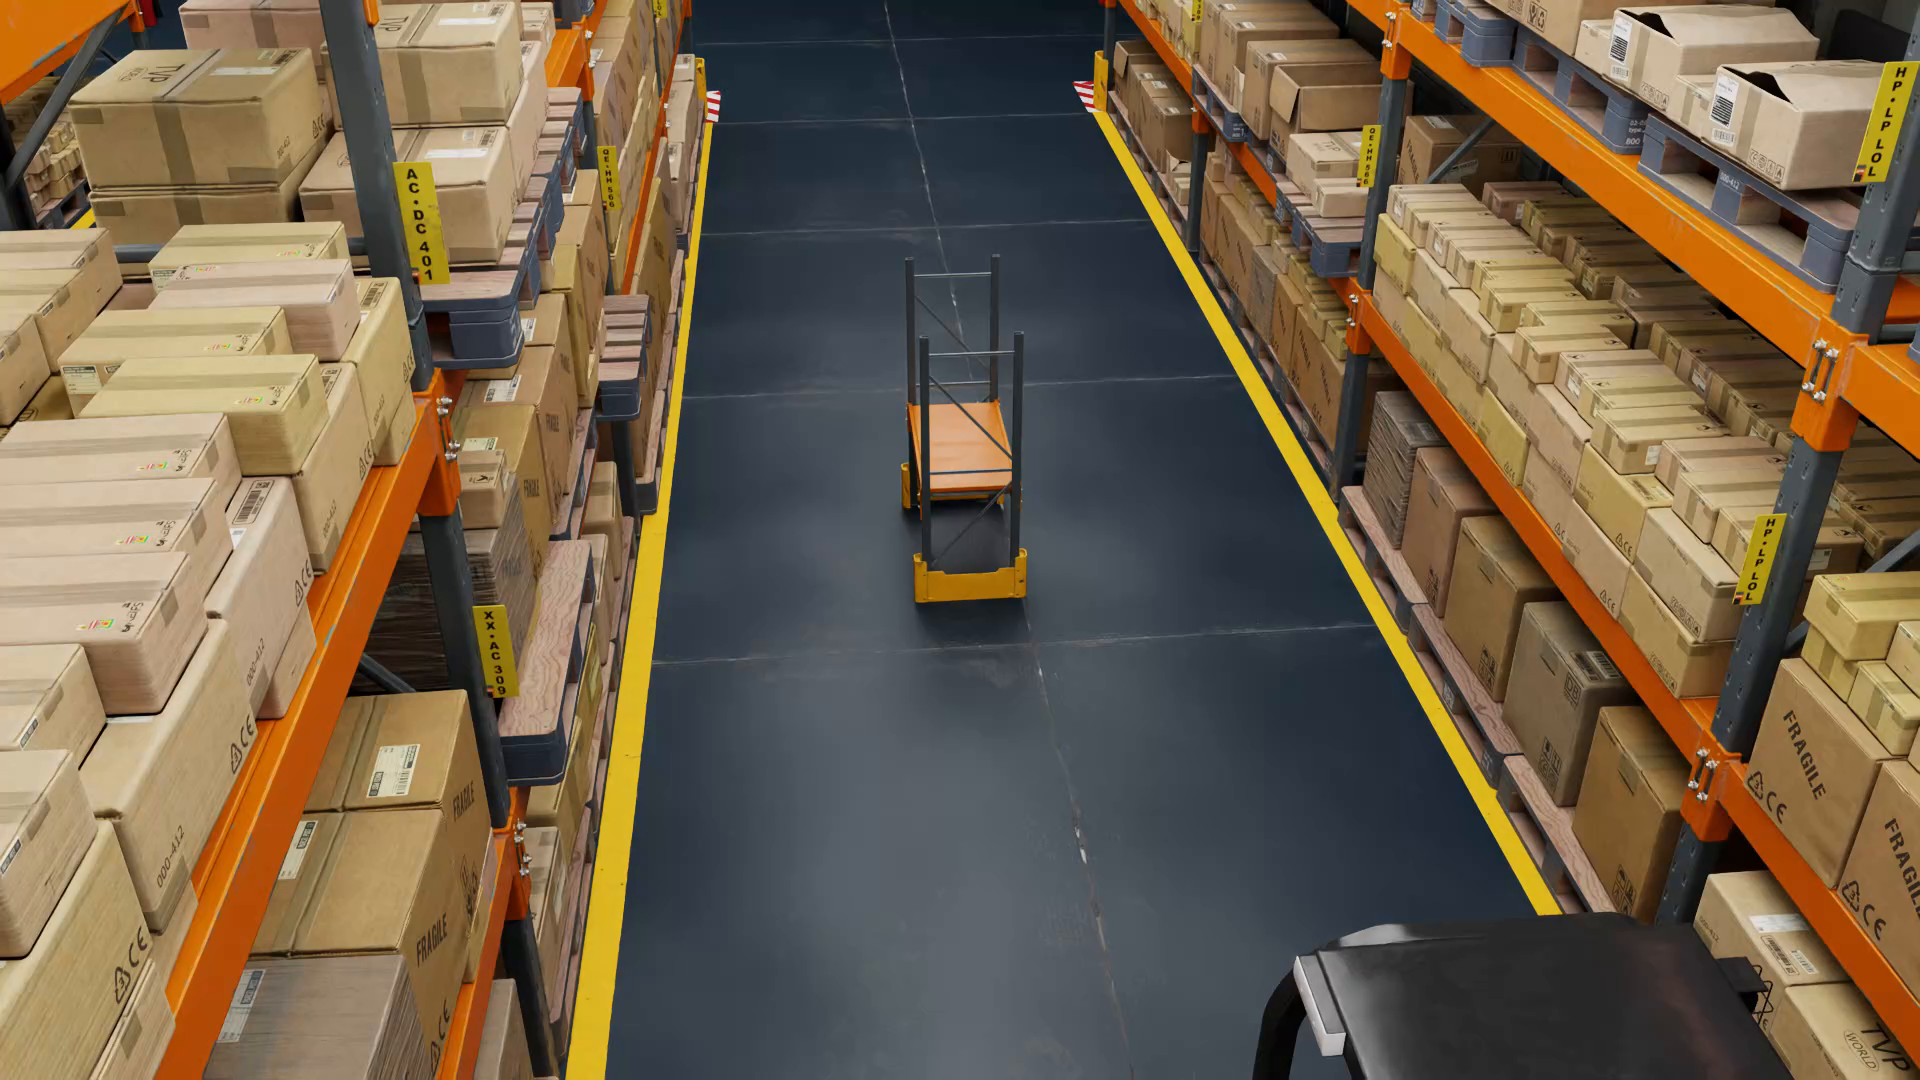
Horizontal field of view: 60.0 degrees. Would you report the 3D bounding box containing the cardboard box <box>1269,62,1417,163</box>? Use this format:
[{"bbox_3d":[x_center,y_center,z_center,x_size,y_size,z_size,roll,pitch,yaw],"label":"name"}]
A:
[{"bbox_3d":[2.316,-2.597,10.162,0.797,0.503,0.637,-3,31,-6],"label":"cardboard box"}]

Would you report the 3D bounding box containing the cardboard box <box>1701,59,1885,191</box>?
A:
[{"bbox_3d":[2.716,-1.336,5.217,0.500,0.311,0.500,-4,31,-6],"label":"cardboard box"}]

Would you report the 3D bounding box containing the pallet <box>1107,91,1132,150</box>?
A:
[{"bbox_3d":[1.988,-3.989,15.723,1.003,0.211,1.213,-3,31,-5],"label":"pallet"}]

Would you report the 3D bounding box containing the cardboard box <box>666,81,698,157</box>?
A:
[{"bbox_3d":[-2.781,-3.674,14.565,0.875,0.438,0.875,-2,31,-3],"label":"cardboard box"}]

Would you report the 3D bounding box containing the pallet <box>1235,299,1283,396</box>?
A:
[{"bbox_3d":[2.510,-1.355,11.313,1.003,0.211,1.213,-3,31,-5],"label":"pallet"}]

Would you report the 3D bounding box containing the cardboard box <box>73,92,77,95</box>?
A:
[{"bbox_3d":[-7.537,-3.800,14.478,0.380,0.149,0.250,-3,31,-6],"label":"cardboard box"}]

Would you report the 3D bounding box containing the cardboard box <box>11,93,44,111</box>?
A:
[{"bbox_3d":[-8.203,-3.762,14.414,0.380,0.149,0.250,-3,31,-5],"label":"cardboard box"}]

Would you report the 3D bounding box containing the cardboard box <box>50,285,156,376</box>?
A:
[{"bbox_3d":[-2.147,-0.379,3.891,0.500,0.250,0.500,-3,31,-6],"label":"cardboard box"}]

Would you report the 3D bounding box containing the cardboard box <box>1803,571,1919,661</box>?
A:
[{"bbox_3d":[2.761,0.222,4.933,0.380,0.149,0.250,-2,31,-4],"label":"cardboard box"}]

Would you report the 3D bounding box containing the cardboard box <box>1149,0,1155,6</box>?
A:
[{"bbox_3d":[1.846,-4.675,14.008,0.500,0.250,0.500,-4,31,-6],"label":"cardboard box"}]

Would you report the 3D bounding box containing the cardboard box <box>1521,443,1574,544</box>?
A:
[{"bbox_3d":[2.650,-0.197,6.802,0.500,0.250,0.500,-3,31,-4],"label":"cardboard box"}]

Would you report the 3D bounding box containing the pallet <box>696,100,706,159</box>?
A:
[{"bbox_3d":[-2.884,-3.791,15.391,1.003,0.211,1.213,-3,31,-5],"label":"pallet"}]

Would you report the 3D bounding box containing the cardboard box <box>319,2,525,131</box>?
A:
[{"bbox_3d":[-1.628,-1.456,5.086,0.500,0.250,0.500,-3,31,-6],"label":"cardboard box"}]

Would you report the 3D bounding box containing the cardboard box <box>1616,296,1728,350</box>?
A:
[{"bbox_3d":[3.047,-0.930,7.152,0.380,0.149,0.250,-2,31,-3],"label":"cardboard box"}]

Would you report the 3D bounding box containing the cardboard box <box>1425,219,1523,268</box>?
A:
[{"bbox_3d":[2.465,-1.426,7.982,0.380,0.149,0.250,-2,31,-3],"label":"cardboard box"}]

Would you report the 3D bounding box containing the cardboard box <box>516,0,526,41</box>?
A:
[{"bbox_3d":[-2.211,-2.154,6.909,0.700,0.500,0.500,-3,31,-5],"label":"cardboard box"}]

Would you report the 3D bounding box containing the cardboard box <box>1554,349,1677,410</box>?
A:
[{"bbox_3d":[2.624,-0.642,6.669,0.380,0.149,0.250,-2,31,-4],"label":"cardboard box"}]

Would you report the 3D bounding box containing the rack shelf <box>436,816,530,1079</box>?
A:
[{"bbox_3d":[-1.729,2.064,3.571,1.077,0.370,4.000,-3,31,-5],"label":"rack shelf"}]

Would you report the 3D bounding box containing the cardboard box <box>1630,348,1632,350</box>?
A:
[{"bbox_3d":[3.104,-0.708,7.169,0.500,0.250,0.500,-3,31,-6],"label":"cardboard box"}]

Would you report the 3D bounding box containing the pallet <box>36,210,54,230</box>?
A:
[{"bbox_3d":[-7.680,-2.206,12.737,1.003,0.211,1.213,-3,31,-5],"label":"pallet"}]

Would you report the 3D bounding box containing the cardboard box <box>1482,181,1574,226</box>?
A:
[{"bbox_3d":[2.884,-1.713,8.462,0.380,0.149,0.250,-2,31,-3],"label":"cardboard box"}]

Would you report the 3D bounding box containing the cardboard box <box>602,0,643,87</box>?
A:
[{"bbox_3d":[-2.288,-3.083,10.414,0.500,0.500,0.500,-2,31,-3],"label":"cardboard box"}]

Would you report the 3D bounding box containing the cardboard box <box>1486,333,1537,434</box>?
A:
[{"bbox_3d":[2.600,-0.676,7.116,0.500,0.250,0.500,-2,31,-4],"label":"cardboard box"}]

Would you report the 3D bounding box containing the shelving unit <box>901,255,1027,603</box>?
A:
[{"bbox_3d":[0.007,-0.605,8.800,0.587,1.500,1.083,-3,31,-5],"label":"shelving unit"}]

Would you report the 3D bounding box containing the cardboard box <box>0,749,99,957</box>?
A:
[{"bbox_3d":[-1.384,0.413,2.175,0.380,0.149,0.250,-2,31,-3],"label":"cardboard box"}]

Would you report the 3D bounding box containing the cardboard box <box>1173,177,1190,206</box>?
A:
[{"bbox_3d":[1.934,-2.817,13.411,0.380,0.149,0.250,-4,31,-6],"label":"cardboard box"}]

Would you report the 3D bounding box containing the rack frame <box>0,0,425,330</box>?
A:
[{"bbox_3d":[-1.915,-1.841,3.557,1.000,3.000,0.127,-3,31,-5],"label":"rack frame"}]

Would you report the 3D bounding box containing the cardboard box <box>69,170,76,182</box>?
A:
[{"bbox_3d":[-7.558,-3.010,13.735,0.380,0.149,0.250,-2,31,-3],"label":"cardboard box"}]

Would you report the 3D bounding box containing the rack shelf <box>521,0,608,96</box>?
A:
[{"bbox_3d":[-2.476,-3.308,9.640,1.077,0.370,4.000,-3,31,-5],"label":"rack shelf"}]

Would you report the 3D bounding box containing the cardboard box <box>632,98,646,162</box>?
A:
[{"bbox_3d":[-2.206,-2.507,10.182,0.500,0.250,0.500,-2,31,-4],"label":"cardboard box"}]

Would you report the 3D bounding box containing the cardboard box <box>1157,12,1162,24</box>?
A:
[{"bbox_3d":[1.871,-4.422,13.972,0.380,0.149,0.250,-3,31,-5],"label":"cardboard box"}]

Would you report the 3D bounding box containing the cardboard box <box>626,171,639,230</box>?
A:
[{"bbox_3d":[-2.193,-2.035,9.878,0.500,0.250,0.500,-2,31,-3],"label":"cardboard box"}]

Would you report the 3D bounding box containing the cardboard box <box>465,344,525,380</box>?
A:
[{"bbox_3d":[-1.811,-0.702,6.071,0.380,0.149,0.250,-1,31,-2],"label":"cardboard box"}]

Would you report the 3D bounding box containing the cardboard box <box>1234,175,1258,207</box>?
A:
[{"bbox_3d":[2.186,-2.512,11.925,0.380,0.149,0.250,-4,31,-7],"label":"cardboard box"}]

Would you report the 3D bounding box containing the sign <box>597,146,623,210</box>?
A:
[{"bbox_3d":[-1.750,-1.802,8.290,0.100,0.325,0.005,-3,31,-5],"label":"sign"}]

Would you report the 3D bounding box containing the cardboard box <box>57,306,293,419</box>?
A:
[{"bbox_3d":[-1.633,-0.371,3.487,0.380,0.149,0.250,-2,31,-3],"label":"cardboard box"}]

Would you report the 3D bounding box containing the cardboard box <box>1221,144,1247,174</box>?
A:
[{"bbox_3d":[2.119,-2.777,12.080,0.380,0.149,0.250,-4,31,-7],"label":"cardboard box"}]

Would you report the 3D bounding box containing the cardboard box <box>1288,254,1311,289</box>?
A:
[{"bbox_3d":[2.314,-1.712,10.587,0.380,0.149,0.250,-3,31,-5],"label":"cardboard box"}]

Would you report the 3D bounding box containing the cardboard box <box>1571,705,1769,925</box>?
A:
[{"bbox_3d":[2.966,1.068,6.444,0.875,0.625,0.625,-1,31,-2],"label":"cardboard box"}]

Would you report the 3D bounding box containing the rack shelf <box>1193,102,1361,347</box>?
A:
[{"bbox_3d":[2.466,-2.260,10.810,1.077,0.370,4.000,-3,31,-5],"label":"rack shelf"}]

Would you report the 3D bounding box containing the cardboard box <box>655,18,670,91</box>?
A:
[{"bbox_3d":[-2.446,-3.645,12.330,0.500,0.500,0.500,-2,31,-3],"label":"cardboard box"}]

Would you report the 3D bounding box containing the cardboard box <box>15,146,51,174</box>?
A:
[{"bbox_3d":[-7.437,-2.995,13.130,0.380,0.149,0.250,-2,31,-4],"label":"cardboard box"}]

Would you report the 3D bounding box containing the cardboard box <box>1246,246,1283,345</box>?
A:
[{"bbox_3d":[2.244,-1.648,11.112,0.500,0.500,0.500,-4,31,-6],"label":"cardboard box"}]

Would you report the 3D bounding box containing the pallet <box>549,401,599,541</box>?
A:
[{"bbox_3d":[-2.063,-0.217,6.875,1.003,0.211,1.213,-3,31,-5],"label":"pallet"}]

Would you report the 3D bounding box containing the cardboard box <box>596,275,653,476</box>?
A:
[{"bbox_3d":[-2.271,-0.933,9.549,0.875,0.875,0.875,-3,31,-5],"label":"cardboard box"}]

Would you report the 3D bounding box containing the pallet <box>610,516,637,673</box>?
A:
[{"bbox_3d":[-2.218,0.288,8.562,1.003,0.211,1.213,-3,31,-5],"label":"pallet"}]

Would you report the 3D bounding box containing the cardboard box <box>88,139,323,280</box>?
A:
[{"bbox_3d":[-2.114,-0.961,4.745,0.500,0.250,0.500,-3,31,-6],"label":"cardboard box"}]

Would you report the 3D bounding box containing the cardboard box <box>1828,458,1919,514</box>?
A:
[{"bbox_3d":[3.234,-0.156,5.856,0.380,0.149,0.250,-4,31,-6],"label":"cardboard box"}]

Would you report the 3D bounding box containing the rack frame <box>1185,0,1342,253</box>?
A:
[{"bbox_3d":[2.279,-3.590,12.335,1.000,3.000,0.127,-3,31,-5],"label":"rack frame"}]

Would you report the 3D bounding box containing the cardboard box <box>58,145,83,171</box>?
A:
[{"bbox_3d":[-7.452,-3.132,13.649,0.380,0.149,0.250,-2,31,-4],"label":"cardboard box"}]

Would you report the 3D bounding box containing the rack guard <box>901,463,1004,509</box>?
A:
[{"bbox_3d":[-0.039,-0.323,9.546,0.587,0.250,0.087,-3,31,-5],"label":"rack guard"}]

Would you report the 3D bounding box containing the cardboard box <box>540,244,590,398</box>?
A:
[{"bbox_3d":[-1.862,-0.919,7.067,0.500,0.500,0.500,-5,31,-8],"label":"cardboard box"}]

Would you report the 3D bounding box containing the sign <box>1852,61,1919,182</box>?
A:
[{"bbox_3d":[2.487,-1.119,4.463,0.100,0.325,0.005,-3,31,-5],"label":"sign"}]

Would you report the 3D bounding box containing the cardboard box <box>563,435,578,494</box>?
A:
[{"bbox_3d":[-1.747,-0.302,6.667,0.380,0.149,0.250,-2,31,-3],"label":"cardboard box"}]

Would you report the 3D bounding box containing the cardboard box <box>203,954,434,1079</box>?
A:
[{"bbox_3d":[-1.518,1.306,3.752,0.500,0.500,0.500,-2,31,-3],"label":"cardboard box"}]

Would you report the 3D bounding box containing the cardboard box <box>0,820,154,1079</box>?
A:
[{"bbox_3d":[-1.434,0.635,2.192,0.500,0.250,0.500,-2,31,-3],"label":"cardboard box"}]
